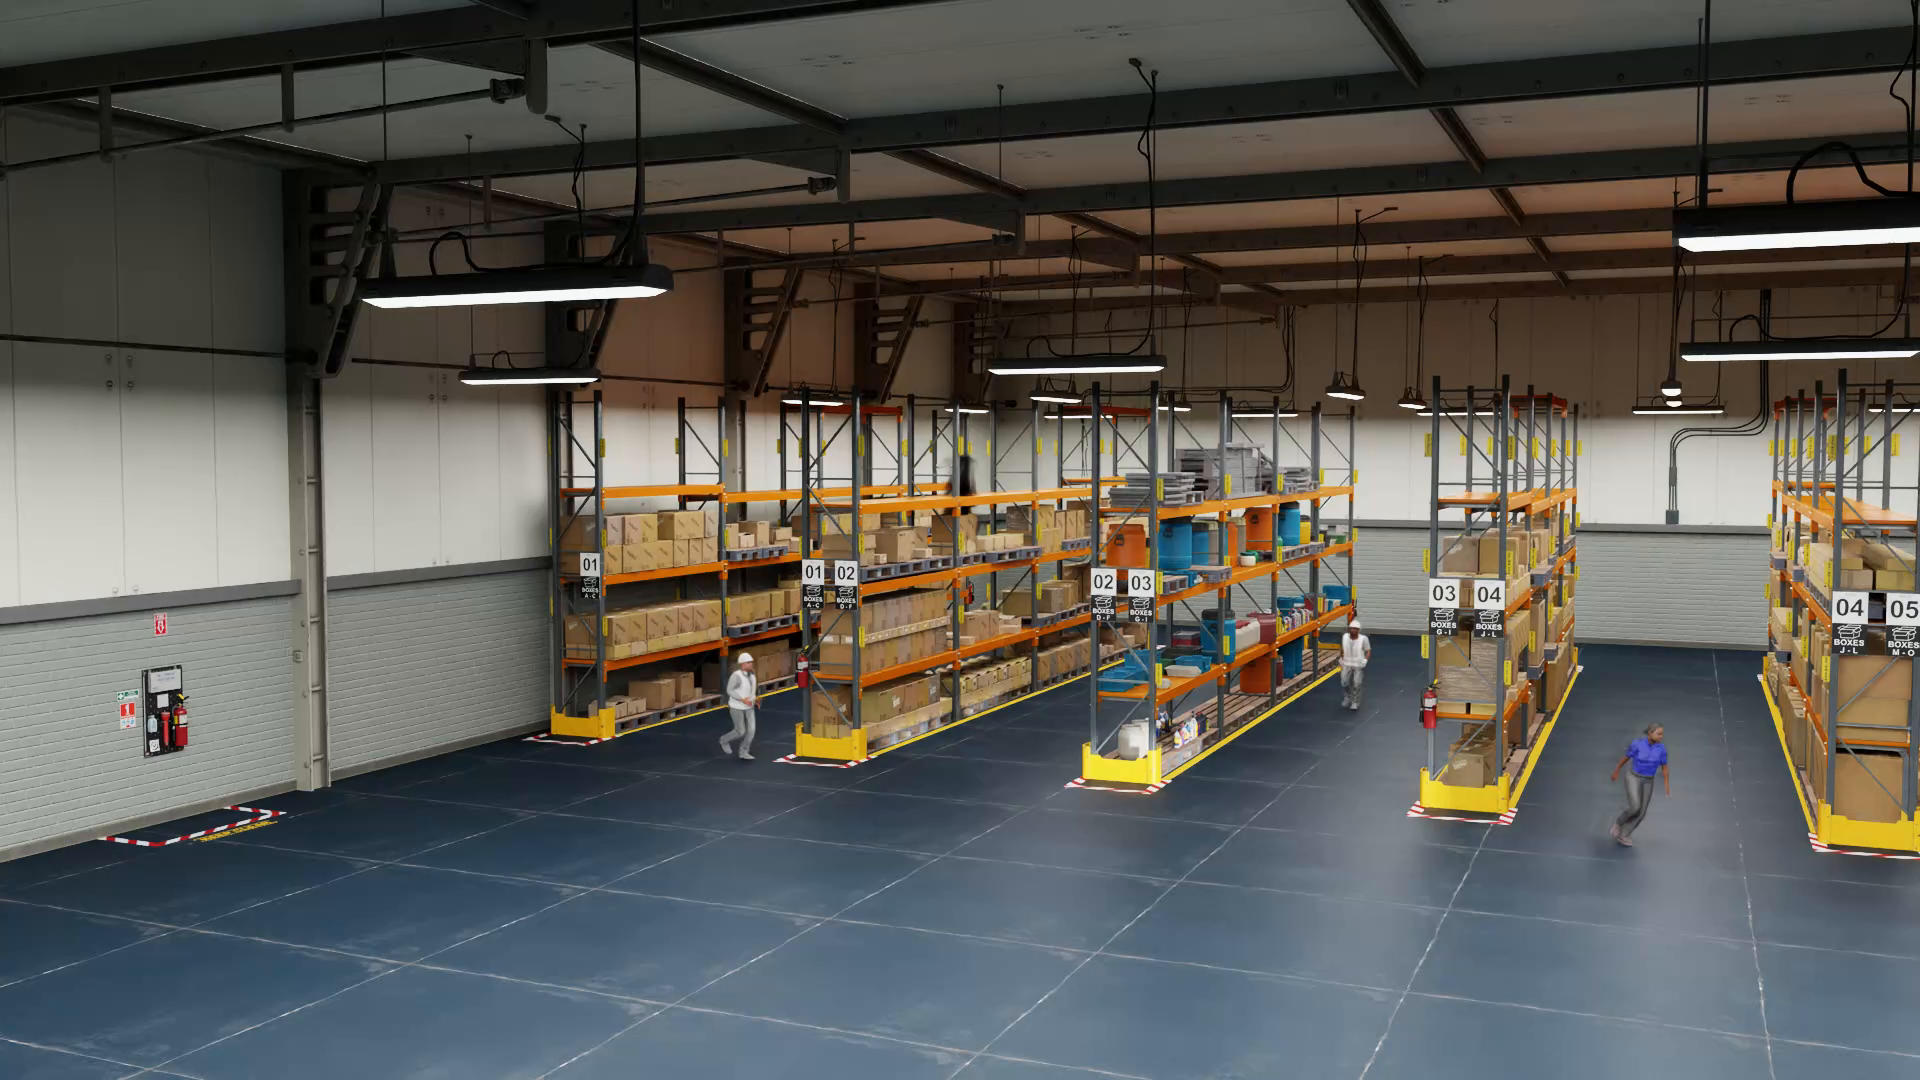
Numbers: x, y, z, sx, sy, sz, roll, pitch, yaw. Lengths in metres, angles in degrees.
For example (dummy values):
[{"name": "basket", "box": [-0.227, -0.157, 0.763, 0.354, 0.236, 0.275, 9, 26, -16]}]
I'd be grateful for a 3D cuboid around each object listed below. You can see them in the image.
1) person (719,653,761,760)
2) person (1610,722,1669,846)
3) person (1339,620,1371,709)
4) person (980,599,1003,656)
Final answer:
[{"name": "person", "box": [-3.554, 2.671, 26.807, 0.758, 1.727, 0.654, 3, 4, 39]}, {"name": "person", "box": [8.546, 3.052, 20.872, 0.606, 1.580, 0.692, -1, 3, -9]}, {"name": "person", "box": [7.458, 2.382, 31.535, 0.683, 1.731, 0.802, 1, 3, 24]}, {"name": "person", "box": [0.735, 2.046, 39.208, 0.572, 1.595, 0.674, 0, 3, 6]}]
